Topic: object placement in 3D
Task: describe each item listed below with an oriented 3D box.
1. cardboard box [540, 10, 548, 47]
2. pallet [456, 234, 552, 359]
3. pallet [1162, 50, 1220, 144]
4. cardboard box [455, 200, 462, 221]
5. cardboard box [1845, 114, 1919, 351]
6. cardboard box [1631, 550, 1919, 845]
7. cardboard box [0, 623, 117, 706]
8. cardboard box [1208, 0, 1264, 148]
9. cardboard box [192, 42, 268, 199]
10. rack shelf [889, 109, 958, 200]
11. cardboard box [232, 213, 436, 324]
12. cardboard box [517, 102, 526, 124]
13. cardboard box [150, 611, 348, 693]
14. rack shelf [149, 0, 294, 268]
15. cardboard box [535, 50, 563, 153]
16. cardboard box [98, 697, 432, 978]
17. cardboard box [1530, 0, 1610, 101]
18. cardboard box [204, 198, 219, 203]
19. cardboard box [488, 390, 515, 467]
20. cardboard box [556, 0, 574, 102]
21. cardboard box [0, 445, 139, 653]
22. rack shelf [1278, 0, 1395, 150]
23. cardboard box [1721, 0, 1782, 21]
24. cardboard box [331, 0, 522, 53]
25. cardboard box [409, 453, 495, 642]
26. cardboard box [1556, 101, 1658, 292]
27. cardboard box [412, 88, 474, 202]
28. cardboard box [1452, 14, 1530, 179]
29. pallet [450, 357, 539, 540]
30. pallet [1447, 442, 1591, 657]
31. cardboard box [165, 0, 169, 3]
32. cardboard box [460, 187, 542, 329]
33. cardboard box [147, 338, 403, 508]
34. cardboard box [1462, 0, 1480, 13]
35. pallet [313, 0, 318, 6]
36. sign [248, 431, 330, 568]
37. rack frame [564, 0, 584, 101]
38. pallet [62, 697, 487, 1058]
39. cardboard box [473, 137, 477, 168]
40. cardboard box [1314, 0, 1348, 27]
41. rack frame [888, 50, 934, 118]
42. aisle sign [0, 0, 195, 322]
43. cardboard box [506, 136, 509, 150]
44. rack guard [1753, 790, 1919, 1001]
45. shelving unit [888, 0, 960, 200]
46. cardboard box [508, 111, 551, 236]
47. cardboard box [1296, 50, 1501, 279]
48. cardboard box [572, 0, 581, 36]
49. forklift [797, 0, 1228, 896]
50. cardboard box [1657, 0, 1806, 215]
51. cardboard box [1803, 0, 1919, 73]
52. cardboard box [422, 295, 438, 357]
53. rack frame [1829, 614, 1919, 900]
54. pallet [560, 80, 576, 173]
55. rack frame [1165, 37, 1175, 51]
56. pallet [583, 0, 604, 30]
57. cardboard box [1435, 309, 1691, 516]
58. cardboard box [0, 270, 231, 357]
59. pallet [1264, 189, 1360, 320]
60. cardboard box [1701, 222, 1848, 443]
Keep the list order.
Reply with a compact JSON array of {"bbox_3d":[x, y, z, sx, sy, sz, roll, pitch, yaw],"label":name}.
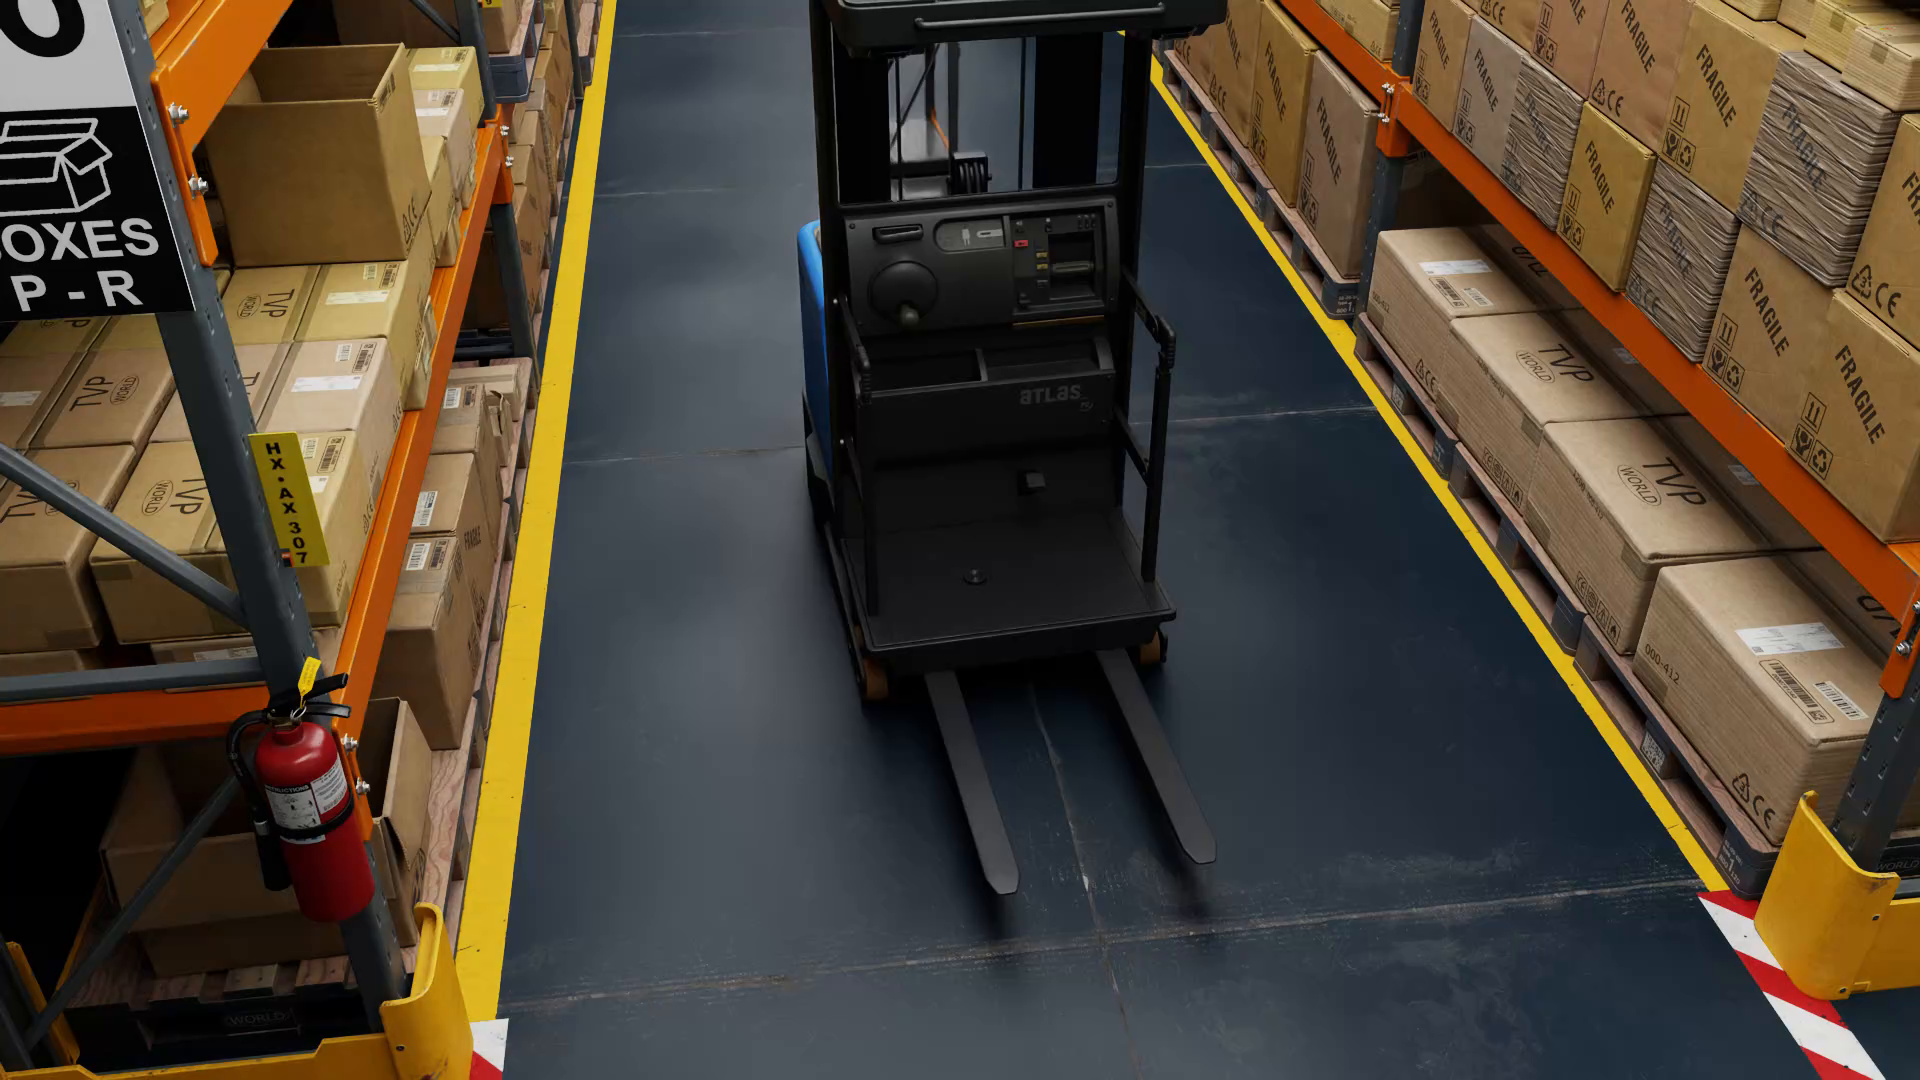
[{"bbox_3d":[-2.623,-2.997,9.755,0.380,0.149,0.250,-5,35,-8],"label":"cardboard box"},{"bbox_3d":[-2.609,-1.212,8.341,1.003,0.211,1.213,-4,35,-6],"label":"pallet"},{"bbox_3d":[1.950,-2.925,10.855,1.003,0.211,1.213,-4,35,-6],"label":"pallet"},{"bbox_3d":[-2.045,-1.215,6.092,0.380,0.149,0.250,-4,34,-5],"label":"cardboard box"},{"bbox_3d":[2.693,-0.764,4.231,0.500,0.500,0.500,-3,34,-5],"label":"cardboard box"},{"bbox_3d":[2.806,0.466,5.305,0.875,0.438,0.875,-5,35,-8],"label":"cardboard box"},{"bbox_3d":[-2.234,0.258,3.930,0.380,0.149,0.250,-5,35,-7],"label":"cardboard box"},{"bbox_3d":[2.045,-2.929,9.898,0.875,0.875,0.875,-4,34,-6],"label":"cardboard box"},{"bbox_3d":[-2.525,-1.433,5.392,0.500,0.500,0.500,-5,35,-8],"label":"cardboard box"},{"bbox_3d":[-0.258,-1.492,7.099,0.431,0.518,0.480,-7,35,-10],"label":"rack shelf"},{"bbox_3d":[-1.947,-0.863,5.222,0.500,0.250,0.500,-5,35,-8],"label":"cardboard box"},{"bbox_3d":[-2.484,-2.266,8.682,0.380,0.149,0.250,-3,34,-5],"label":"cardboard box"},{"bbox_3d":[-1.696,0.219,3.989,0.380,0.149,0.250,-5,35,-7],"label":"cardboard box"},{"bbox_3d":[-2.193,-1.739,4.614,1.077,0.370,4.000,-4,35,-6],"label":"rack shelf"},{"bbox_3d":[-2.600,-2.494,9.593,0.500,0.500,0.500,-3,34,-4],"label":"cardboard box"},{"bbox_3d":[-1.912,0.829,4.714,0.797,0.503,0.637,-6,35,-8],"label":"cardboard box"},{"bbox_3d":[2.400,-1.892,5.887,0.500,0.500,0.500,-4,34,-5],"label":"cardboard box"},{"bbox_3d":[-2.521,-1.110,5.584,0.500,0.250,0.500,-4,34,-5],"label":"cardboard box"},{"bbox_3d":[-2.048,-0.469,6.829,0.396,0.266,0.258,-3,34,-5],"label":"cardboard box"},{"bbox_3d":[-2.730,-3.066,10.432,0.500,0.500,0.500,-3,34,-5],"label":"cardboard box"},{"bbox_3d":[-2.249,0.022,3.924,0.500,0.250,0.500,-3,34,-5],"label":"cardboard box"},{"bbox_3d":[2.187,-3.110,9.288,1.077,0.370,4.000,-4,35,-6],"label":"rack shelf"},{"bbox_3d":[2.522,-1.674,4.991,0.380,0.149,0.250,-4,34,-5],"label":"cardboard box"},{"bbox_3d":[-2.305,-2.415,7.168,0.700,0.500,0.500,-4,34,-5],"label":"cardboard box"},{"bbox_3d":[-1.961,0.047,5.863,0.500,0.500,0.500,-4,34,-5],"label":"cardboard box"},{"bbox_3d":[2.453,-1.204,5.764,0.500,0.500,0.500,-3,34,-5],"label":"cardboard box"},{"bbox_3d":[-2.070,-1.430,6.053,0.500,0.250,0.500,-4,35,-6],"label":"cardboard box"},{"bbox_3d":[2.324,-1.770,6.594,0.500,0.500,0.500,-4,34,-6],"label":"cardboard box"},{"bbox_3d":[-2.370,-0.377,7.116,1.003,0.211,1.213,-4,35,-6],"label":"pallet"},{"bbox_3d":[2.648,-0.026,6.601,1.003,0.211,1.213,-4,35,-6],"label":"pallet"},{"bbox_3d":[-1.798,-1.156,3.343,0.380,0.149,0.250,-4,34,-5],"label":"cardboard box"},{"bbox_3d":[-2.304,-1.341,7.900,0.500,0.500,0.500,-3,34,-4],"label":"cardboard box"},{"bbox_3d":[-1.786,-0.297,4.391,0.500,0.250,0.500,-4,34,-6],"label":"cardboard box"},{"bbox_3d":[2.280,-2.461,6.722,0.500,0.500,0.500,-4,34,-6],"label":"cardboard box"},{"bbox_3d":[-2.734,-2.981,8.631,1.003,0.211,1.213,-4,35,-6],"label":"pallet"},{"bbox_3d":[-1.386,-0.080,3.435,0.100,0.325,0.005,-4,35,-6],"label":"sign"},{"bbox_3d":[-3.000,-4.145,10.169,1.000,3.000,0.127,-4,35,-6],"label":"rack frame"},{"bbox_3d":[-2.042,0.984,5.118,1.003,0.211,1.213,-4,35,-6],"label":"pallet"},{"bbox_3d":[-2.112,-1.507,6.520,0.380,0.149,0.250,-3,34,-5],"label":"cardboard box"},{"bbox_3d":[2.079,-2.745,8.247,0.500,0.250,0.500,-5,35,-7],"label":"cardboard box"},{"bbox_3d":[-0.308,-1.638,7.289,0.400,2.100,0.015,-7,35,-10],"label":"rack frame"},{"bbox_3d":[-1.624,-0.739,2.863,0.394,0.787,0.004,-4,35,-6],"label":"aisle sign"},{"bbox_3d":[-2.456,-1.985,8.270,0.380,0.149,0.250,-5,35,-7],"label":"cardboard box"},{"bbox_3d":[2.997,0.987,4.857,1.175,0.500,0.348,-4,35,-6],"label":"rack guard"},{"bbox_3d":[-0.258,-1.503,7.092,0.431,2.100,0.503,-7,35,-10],"label":"shelving unit"},{"bbox_3d":[-2.448,-1.916,8.744,0.500,0.500,0.500,-5,35,-8],"label":"cardboard box"},{"bbox_3d":[2.294,-1.926,8.427,0.875,0.875,0.875,-3,34,-5],"label":"cardboard box"},{"bbox_3d":[-3.070,-3.686,11.232,0.875,0.625,0.625,-3,34,-5],"label":"cardboard box"},{"bbox_3d":[0.127,-0.867,5.419,1.130,2.935,3.031,-7,35,-10],"label":"forklift"},{"bbox_3d":[2.531,-1.330,5.061,0.500,0.500,0.500,-5,35,-7],"label":"cardboard box"},{"bbox_3d":[2.578,-1.388,4.570,0.380,0.149,0.250,-4,34,-5],"label":"cardboard box"},{"bbox_3d":[-1.876,-0.649,5.262,0.380,0.149,0.250,-4,34,-5],"label":"cardboard box"},{"bbox_3d":[2.994,-0.059,4.173,1.000,3.000,0.127,-4,35,-6],"label":"rack frame"},{"bbox_3d":[-2.937,-2.573,10.339,1.003,0.211,1.213,-4,35,-6],"label":"pallet"},{"bbox_3d":[1.918,-4.523,10.724,1.000,3.000,0.127,-4,35,-6],"label":"rack frame"},{"bbox_3d":[-3.233,-4.134,12.629,1.003,0.211,1.213,-4,35,-6],"label":"pallet"},{"bbox_3d":[2.555,-0.548,6.792,0.875,0.438,0.875,-5,35,-8],"label":"cardboard box"},{"bbox_3d":[-2.379,-0.543,4.752,0.500,0.250,0.500,-3,34,-5],"label":"cardboard box"},{"bbox_3d":[2.278,-1.564,8.857,1.003,0.211,1.213,-4,35,-6],"label":"pallet"},{"bbox_3d":[2.615,-0.631,4.923,0.500,0.500,0.500,-5,35,-7],"label":"cardboard box"}]
